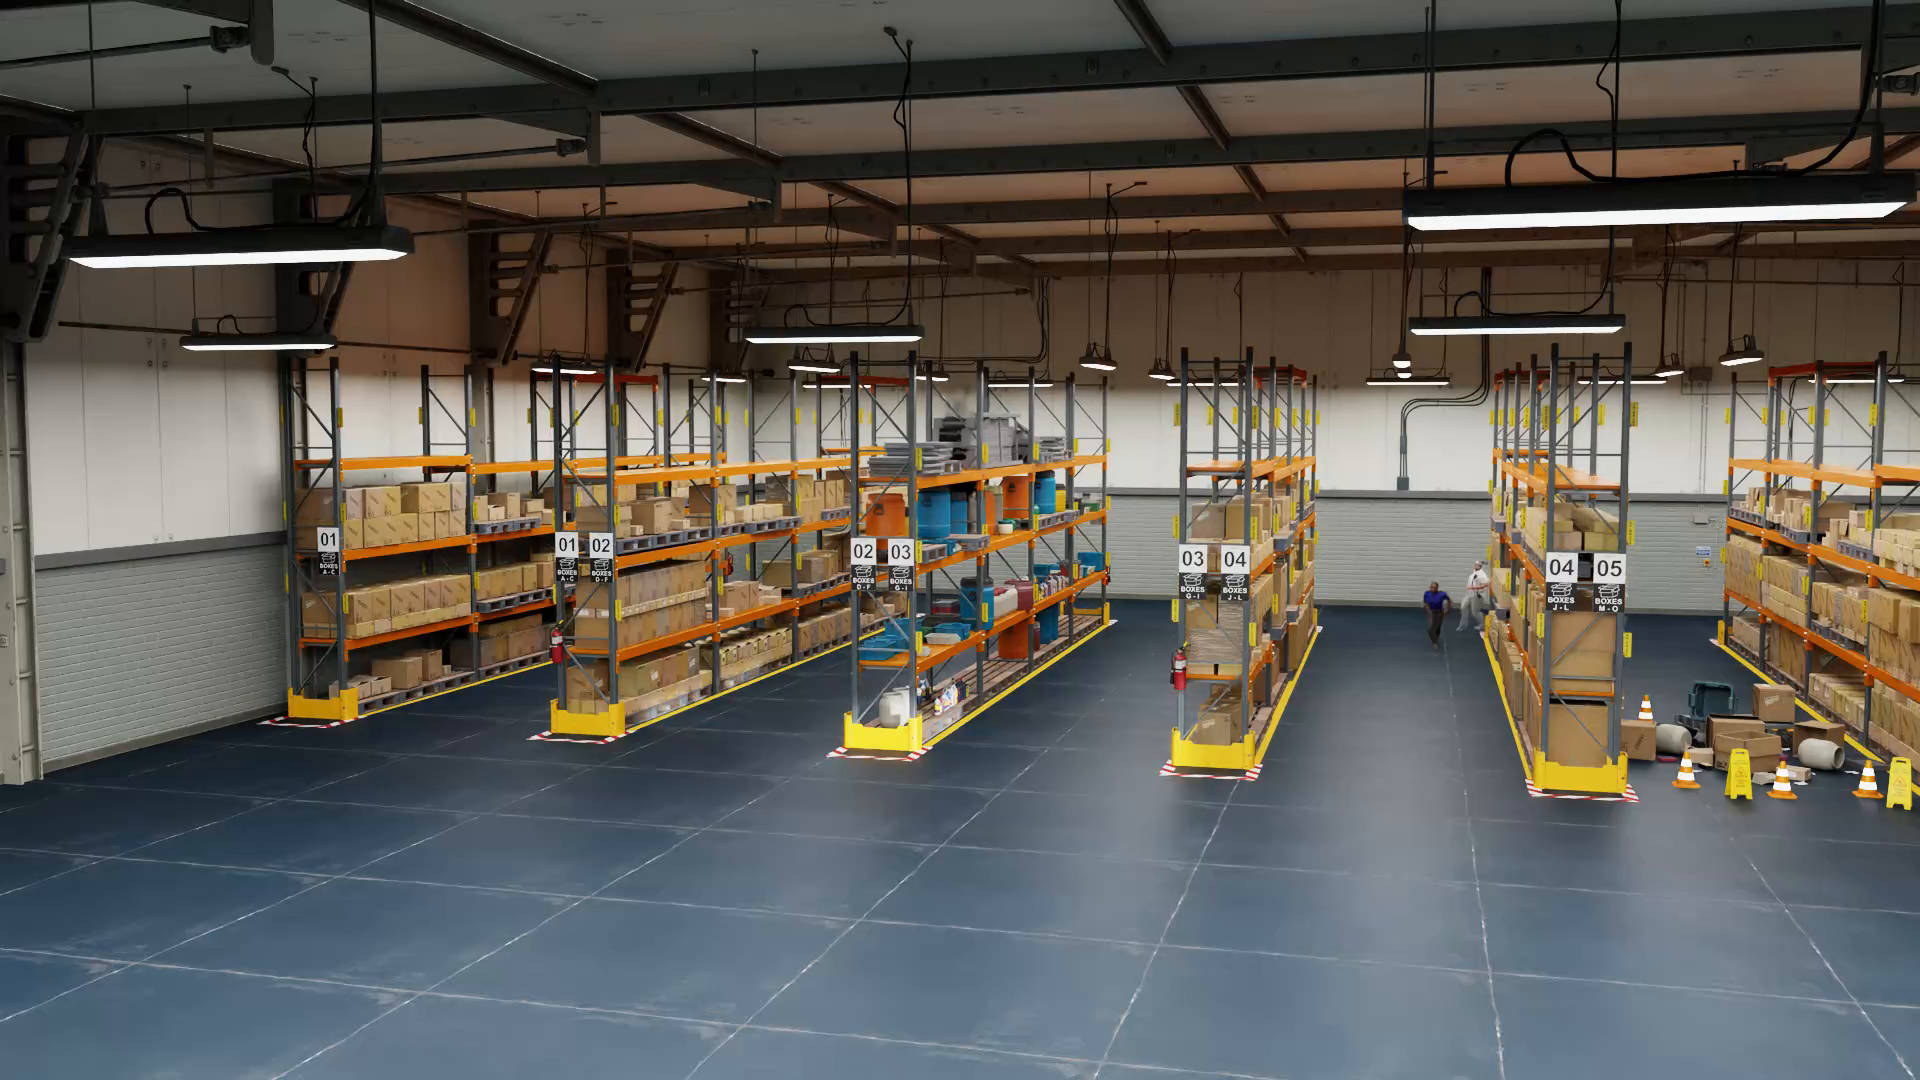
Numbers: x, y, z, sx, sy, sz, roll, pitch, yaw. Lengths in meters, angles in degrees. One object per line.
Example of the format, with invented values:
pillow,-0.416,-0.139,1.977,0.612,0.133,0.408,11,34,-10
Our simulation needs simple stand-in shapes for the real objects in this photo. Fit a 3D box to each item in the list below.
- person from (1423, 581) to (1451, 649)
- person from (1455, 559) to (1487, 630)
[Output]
person,10.341,1.622,36.092,0.535,1.505,0.826,2,5,23
person,12.093,1.314,38.961,0.732,1.780,0.792,-1,4,-7
